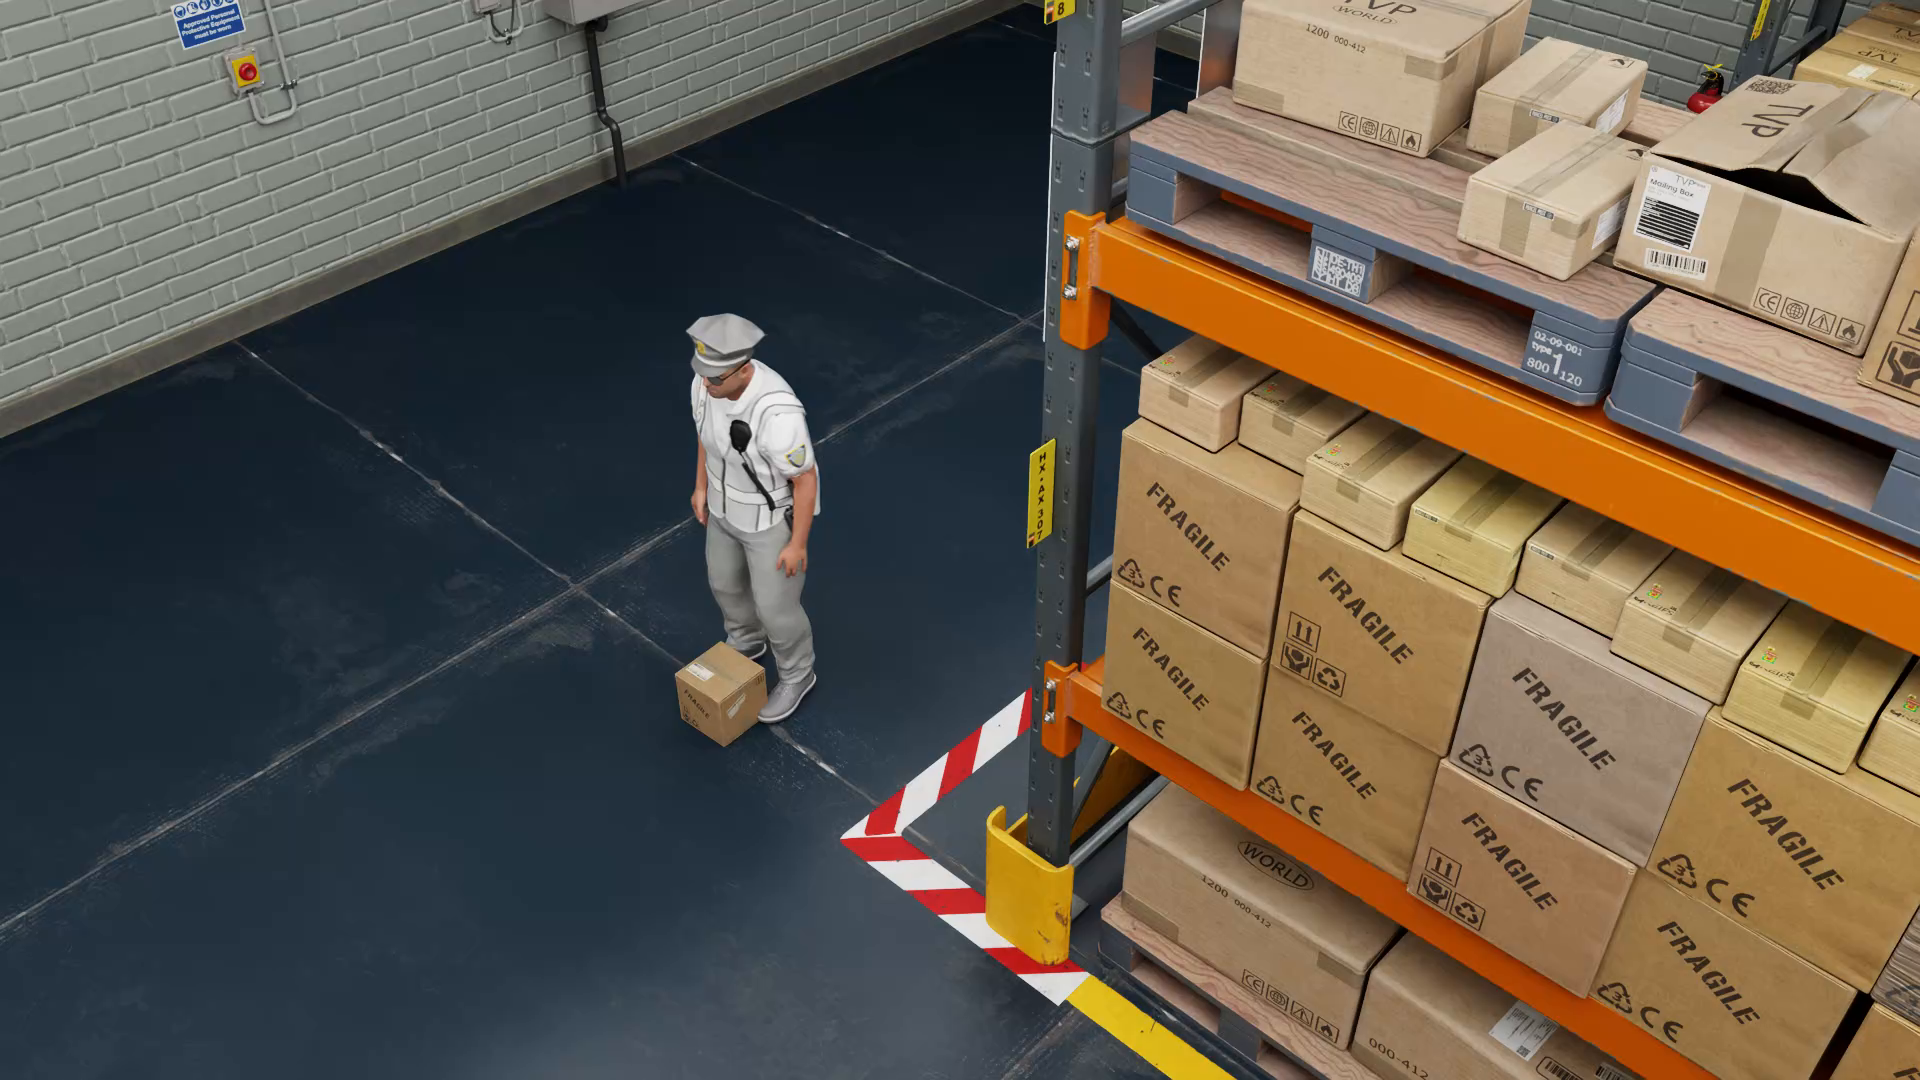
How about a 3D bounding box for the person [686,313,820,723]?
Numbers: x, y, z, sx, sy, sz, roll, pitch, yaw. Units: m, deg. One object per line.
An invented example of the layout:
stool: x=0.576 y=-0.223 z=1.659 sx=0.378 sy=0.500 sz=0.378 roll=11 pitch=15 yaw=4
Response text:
person: x=-0.766 y=-0.104 z=6.277 sx=0.590 sy=1.748 sz=0.435 roll=29 pitch=47 yaw=31
